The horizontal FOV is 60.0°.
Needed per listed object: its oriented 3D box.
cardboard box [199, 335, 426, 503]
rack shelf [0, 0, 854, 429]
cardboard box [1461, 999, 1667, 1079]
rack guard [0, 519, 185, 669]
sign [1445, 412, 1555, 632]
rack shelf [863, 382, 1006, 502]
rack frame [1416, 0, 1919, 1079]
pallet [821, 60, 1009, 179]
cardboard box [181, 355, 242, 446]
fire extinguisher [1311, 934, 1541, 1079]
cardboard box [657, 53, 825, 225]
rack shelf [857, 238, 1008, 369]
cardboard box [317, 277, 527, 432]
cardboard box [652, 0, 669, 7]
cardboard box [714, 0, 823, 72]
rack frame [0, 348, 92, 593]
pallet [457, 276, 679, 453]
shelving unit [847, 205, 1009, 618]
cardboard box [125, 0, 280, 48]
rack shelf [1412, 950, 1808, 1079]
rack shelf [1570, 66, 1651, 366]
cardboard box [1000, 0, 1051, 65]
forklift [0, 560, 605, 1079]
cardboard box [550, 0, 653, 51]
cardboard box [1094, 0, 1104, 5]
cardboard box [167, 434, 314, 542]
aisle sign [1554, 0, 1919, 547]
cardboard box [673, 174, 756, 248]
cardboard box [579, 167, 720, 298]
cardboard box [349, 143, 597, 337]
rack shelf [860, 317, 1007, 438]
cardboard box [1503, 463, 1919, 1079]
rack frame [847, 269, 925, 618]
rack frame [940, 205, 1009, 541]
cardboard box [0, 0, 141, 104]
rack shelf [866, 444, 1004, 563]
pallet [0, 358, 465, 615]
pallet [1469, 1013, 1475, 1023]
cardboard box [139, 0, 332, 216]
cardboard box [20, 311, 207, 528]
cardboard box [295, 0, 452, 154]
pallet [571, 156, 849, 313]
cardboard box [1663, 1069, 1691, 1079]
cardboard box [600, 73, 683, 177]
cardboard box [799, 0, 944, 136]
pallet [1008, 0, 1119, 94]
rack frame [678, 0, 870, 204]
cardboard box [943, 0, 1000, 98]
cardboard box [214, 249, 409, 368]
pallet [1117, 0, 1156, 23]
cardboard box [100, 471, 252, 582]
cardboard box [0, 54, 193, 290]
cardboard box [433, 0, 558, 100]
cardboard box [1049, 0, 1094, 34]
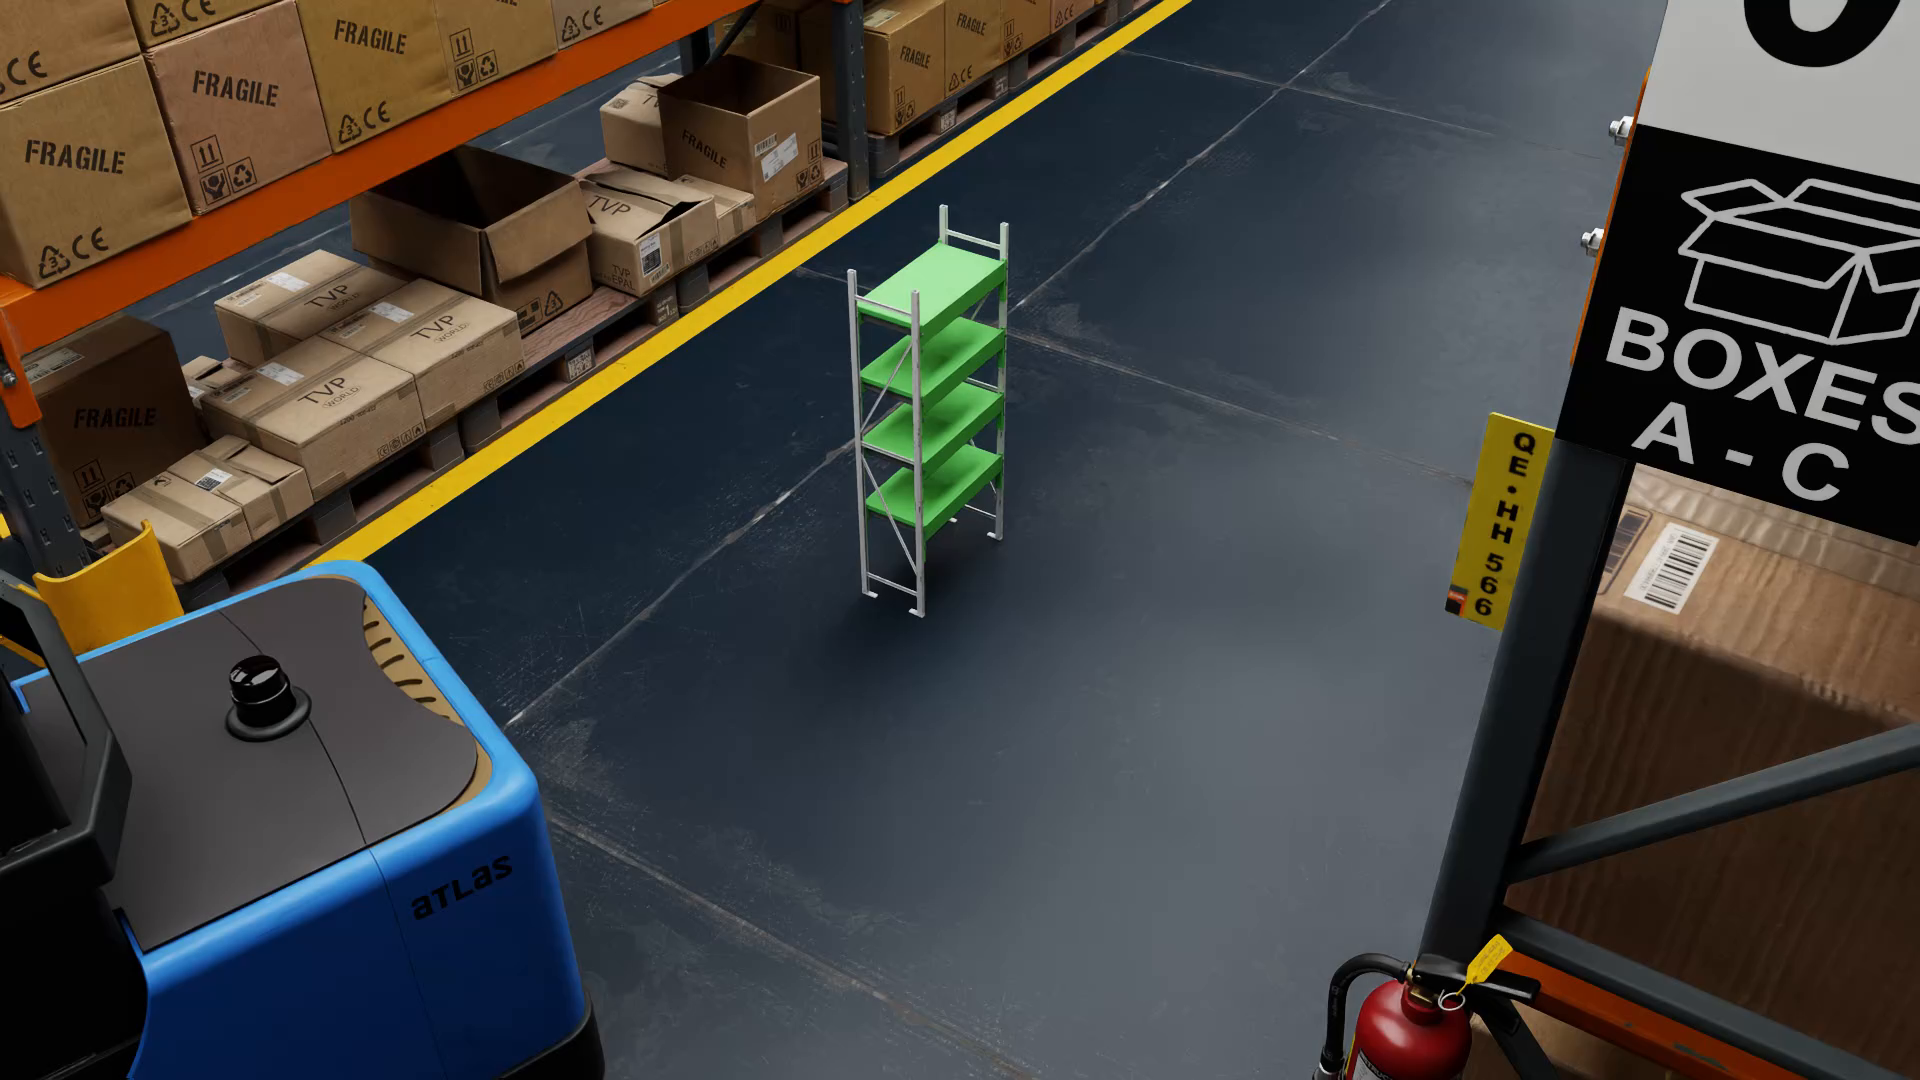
[{"bbox_3d":[-2.225,-0.428,5.740,0.500,0.250,0.500,21,42,25],"label":"cardboard box"},{"bbox_3d":[-1.952,-1.643,6.014,1.077,0.370,4.000,21,42,25],"label":"rack shelf"},{"bbox_3d":[1.452,1.151,3.503,0.700,0.500,0.500,21,42,25],"label":"cardboard box"},{"bbox_3d":[-2.983,0.054,5.271,1.175,0.500,0.348,21,42,25],"label":"rack guard"},{"bbox_3d":[0.710,-0.016,2.171,0.100,0.325,0.005,21,42,25],"label":"sign"},{"bbox_3d":[-0.089,-0.339,5.312,0.258,0.148,0.480,21,42,25],"label":"rack shelf"},{"bbox_3d":[1.158,0.720,2.359,0.949,2.616,0.053,21,42,25],"label":"rack frame"},{"bbox_3d":[-0.477,-2.287,8.543,1.003,0.211,1.213,21,42,25],"label":"pallet"},{"bbox_3d":[-2.647,-0.490,5.889,0.380,0.166,0.250,21,42,25],"label":"cardboard box"},{"bbox_3d":[0.691,0.826,2.590,0.296,0.674,0.183,21,42,25],"label":"fire extinguisher"},{"bbox_3d":[-0.946,-1.757,7.259,0.500,0.500,0.500,21,42,25],"label":"cardboard box"},{"bbox_3d":[-0.089,-0.719,5.019,0.258,0.148,0.480,21,42,25],"label":"rack shelf"},{"bbox_3d":[-1.957,-0.686,6.074,0.500,0.250,0.500,21,42,25],"label":"cardboard box"},{"bbox_3d":[-1.207,-2.391,6.313,0.500,0.500,0.500,22,43,26],"label":"cardboard box"},{"bbox_3d":[-0.858,-2.492,8.212,0.500,0.500,0.500,21,42,25],"label":"cardboard box"},{"bbox_3d":[-3.024,-0.897,4.457,1.000,3.000,0.127,21,42,25],"label":"rack frame"},{"bbox_3d":[-1.902,-0.870,6.705,1.003,0.211,1.213,21,42,25],"label":"pallet"},{"bbox_3d":[-0.089,-0.390,5.273,0.258,1.200,0.503,21,42,25],"label":"shelving unit"},{"bbox_3d":[-2.290,-1.747,4.659,0.500,0.500,0.500,22,43,26],"label":"cardboard box"},{"bbox_3d":[2.233,-0.025,3.915,1.077,0.370,4.000,21,42,25],"label":"rack shelf"},{"bbox_3d":[2.233,-1.213,2.999,1.077,0.370,4.000,21,42,25],"label":"rack shelf"},{"bbox_3d":[0.135,-2.847,8.673,0.500,0.500,0.500,22,43,26],"label":"cardboard box"},{"bbox_3d":[-2.329,0.490,2.714,3.031,2.935,1.130,-25,44,-29],"label":"forklift"},{"bbox_3d":[-1.480,-2.125,5.968,0.500,0.500,0.500,22,43,26],"label":"cardboard box"},{"bbox_3d":[0.682,-3.380,9.365,0.500,0.500,0.500,20,42,24],"label":"cardboard box"},{"bbox_3d":[-2.375,-0.182,5.489,0.380,0.166,0.250,21,42,25],"label":"cardboard box"},{"bbox_3d":[0.869,-0.369,1.643,0.394,0.787,0.004,21,42,25],"label":"aisle sign"},{"bbox_3d":[-1.097,-1.405,7.090,0.380,0.149,0.250,21,42,25],"label":"cardboard box"},{"bbox_3d":[-1.348,-1.296,6.816,0.500,0.311,0.500,21,42,25],"label":"cardboard box"},{"bbox_3d":[-1.883,-1.175,6.501,0.797,0.503,0.637,21,42,25],"label":"cardboard box"},{"bbox_3d":[-0.089,-0.529,5.165,0.258,0.148,0.480,21,42,25],"label":"rack shelf"},{"bbox_3d":[1.426,0.336,2.611,0.980,0.700,0.700,23,43,27],"label":"cardboard box"},{"bbox_3d":[-0.219,-0.264,5.110,0.240,1.200,0.015,21,42,25],"label":"rack frame"},{"bbox_3d":[0.042,-0.516,5.436,0.240,1.200,0.015,21,42,25],"label":"rack frame"},{"bbox_3d":[-2.563,-1.475,4.306,0.500,0.500,0.500,23,43,26],"label":"cardboard box"},{"bbox_3d":[-0.089,-0.149,5.459,0.258,0.148,0.480,21,42,25],"label":"rack shelf"},{"bbox_3d":[-2.557,-0.243,5.893,1.003,0.211,1.213,21,42,25],"label":"pallet"},{"bbox_3d":[1.523,1.388,3.777,1.003,0.211,1.213,21,42,25],"label":"pallet"},{"bbox_3d":[-2.291,-1.347,4.959,0.500,0.500,0.500,21,42,25],"label":"cardboard box"},{"bbox_3d":[-2.940,-0.442,5.554,0.500,0.500,0.500,21,42,25],"label":"cardboard box"},{"bbox_3d":[-2.020,-1.605,5.293,0.500,0.500,0.500,21,42,25],"label":"cardboard box"},{"bbox_3d":[-1.249,-1.501,7.525,1.003,0.211,1.213,21,42,25],"label":"pallet"},{"bbox_3d":[1.554,1.024,3.137,0.380,0.149,0.250,21,43,25],"label":"cardboard box"},{"bbox_3d":[-1.288,-1.923,7.630,0.500,0.311,0.500,21,42,25],"label":"cardboard box"},{"bbox_3d":[-0.416,-2.313,7.981,0.500,0.500,0.500,19,42,23],"label":"cardboard box"},{"bbox_3d":[0.176,-2.918,9.362,1.003,0.211,1.213,21,42,25],"label":"pallet"},{"bbox_3d":[-0.881,-2.959,7.132,1.000,3.000,0.127,21,42,25],"label":"rack frame"},{"bbox_3d":[-0.139,-2.592,8.342,0.500,0.500,0.500,22,43,26],"label":"cardboard box"},{"bbox_3d":[-2.406,-0.823,6.253,0.500,0.250,0.500,21,42,25],"label":"cardboard box"},{"bbox_3d":[0.831,-3.544,10.175,1.003,0.211,1.213,21,42,25],"label":"pallet"},{"bbox_3d":[-2.509,-0.046,5.327,0.380,0.149,0.250,21,42,25],"label":"cardboard box"},{"bbox_3d":[-2.563,-1.079,4.611,0.500,0.500,0.500,22,43,26],"label":"cardboard box"},{"bbox_3d":[-1.751,-1.862,5.627,0.500,0.500,0.500,22,43,26],"label":"cardboard box"},{"bbox_3d":[0.406,-3.107,9.011,0.500,0.500,0.500,20,42,23],"label":"cardboard box"}]
